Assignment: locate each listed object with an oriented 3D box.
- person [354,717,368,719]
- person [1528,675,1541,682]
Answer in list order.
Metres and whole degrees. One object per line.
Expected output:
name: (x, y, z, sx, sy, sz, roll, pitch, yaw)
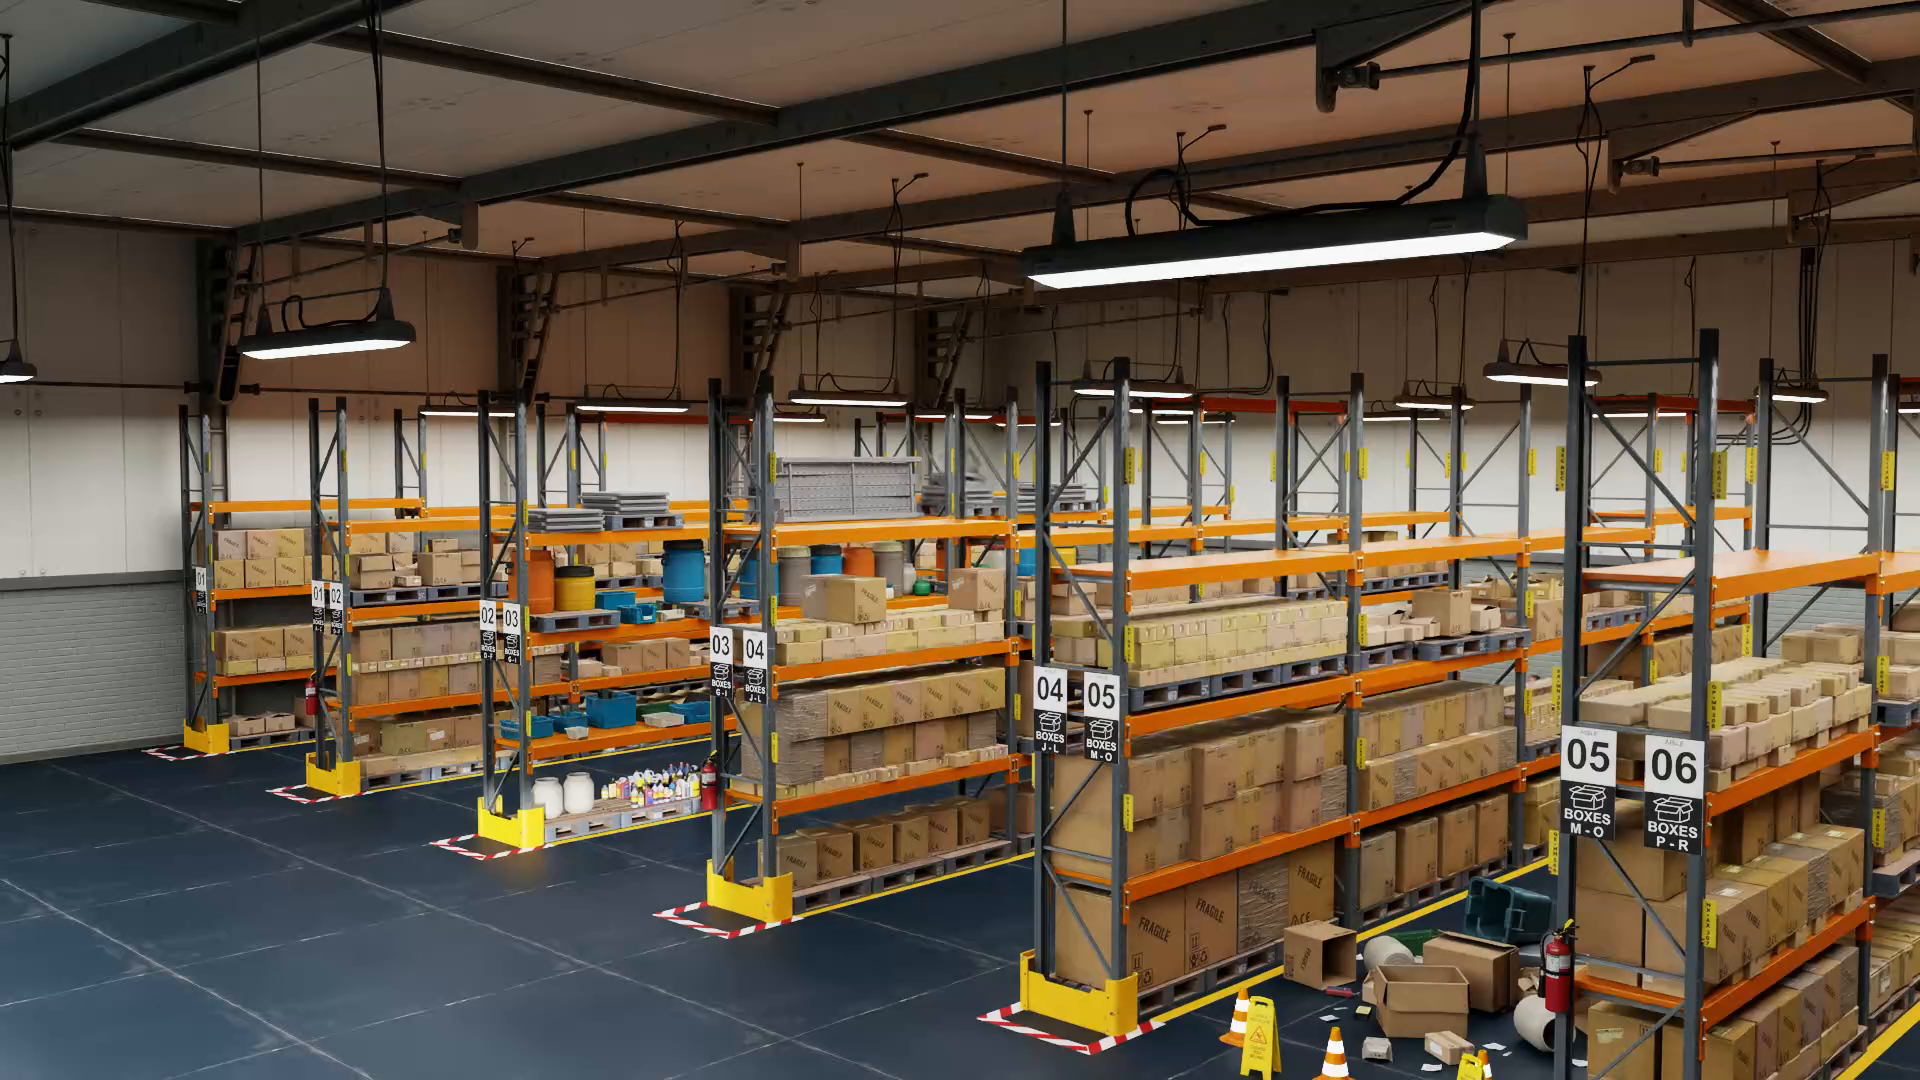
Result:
person: (-9.990, 2.877, 27.504, 0.561, 1.681, 0.599, 2, 4, 39)
person: (9.058, 2.955, 26.108, 0.939, 1.704, 0.582, -3, 4, -42)
